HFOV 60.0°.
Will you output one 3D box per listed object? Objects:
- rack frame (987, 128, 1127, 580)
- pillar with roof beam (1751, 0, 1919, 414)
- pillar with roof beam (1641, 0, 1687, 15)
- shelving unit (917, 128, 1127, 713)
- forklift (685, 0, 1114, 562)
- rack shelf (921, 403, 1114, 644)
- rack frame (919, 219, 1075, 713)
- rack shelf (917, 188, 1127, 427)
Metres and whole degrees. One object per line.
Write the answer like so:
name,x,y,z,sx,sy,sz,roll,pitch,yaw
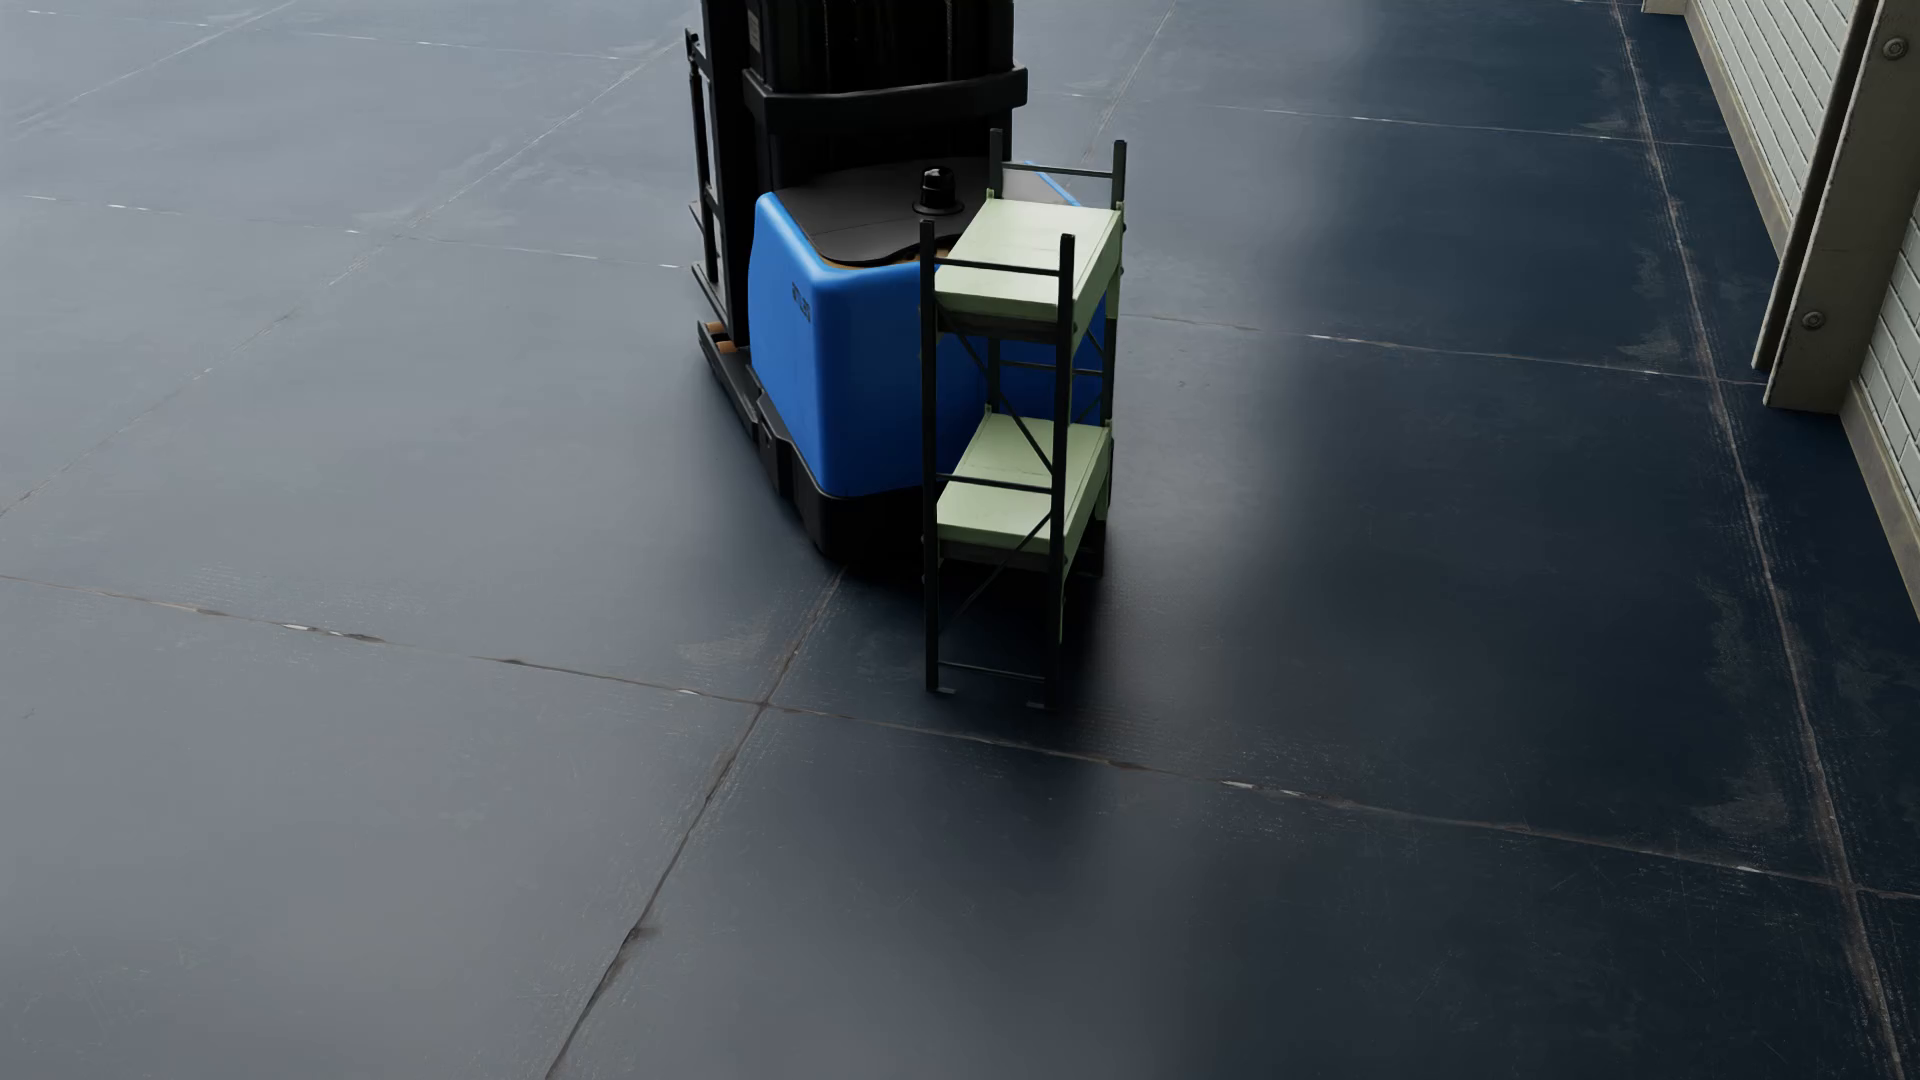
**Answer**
rack frame,0.282,-0.532,5.189,0.400,1.500,0.023,8,33,13
pillar with roof beam,-0.778,-4.996,5.221,9.100,9.000,0.400,8,33,12
pillar with roof beam,0.745,-8.110,10.119,9.100,9.000,0.400,8,33,12
shelving unit,0.187,-0.342,4.891,0.431,1.500,0.755,8,33,13
forklift,-0.447,-1.947,6.081,1.130,2.935,3.031,-11,34,-16
rack shelf,0.187,-0.067,5.066,0.431,0.370,0.720,8,33,13
rack frame,0.092,-0.153,4.592,0.400,1.500,0.023,8,33,13
rack shelf,0.187,-0.672,4.681,0.431,0.370,0.720,8,33,13
